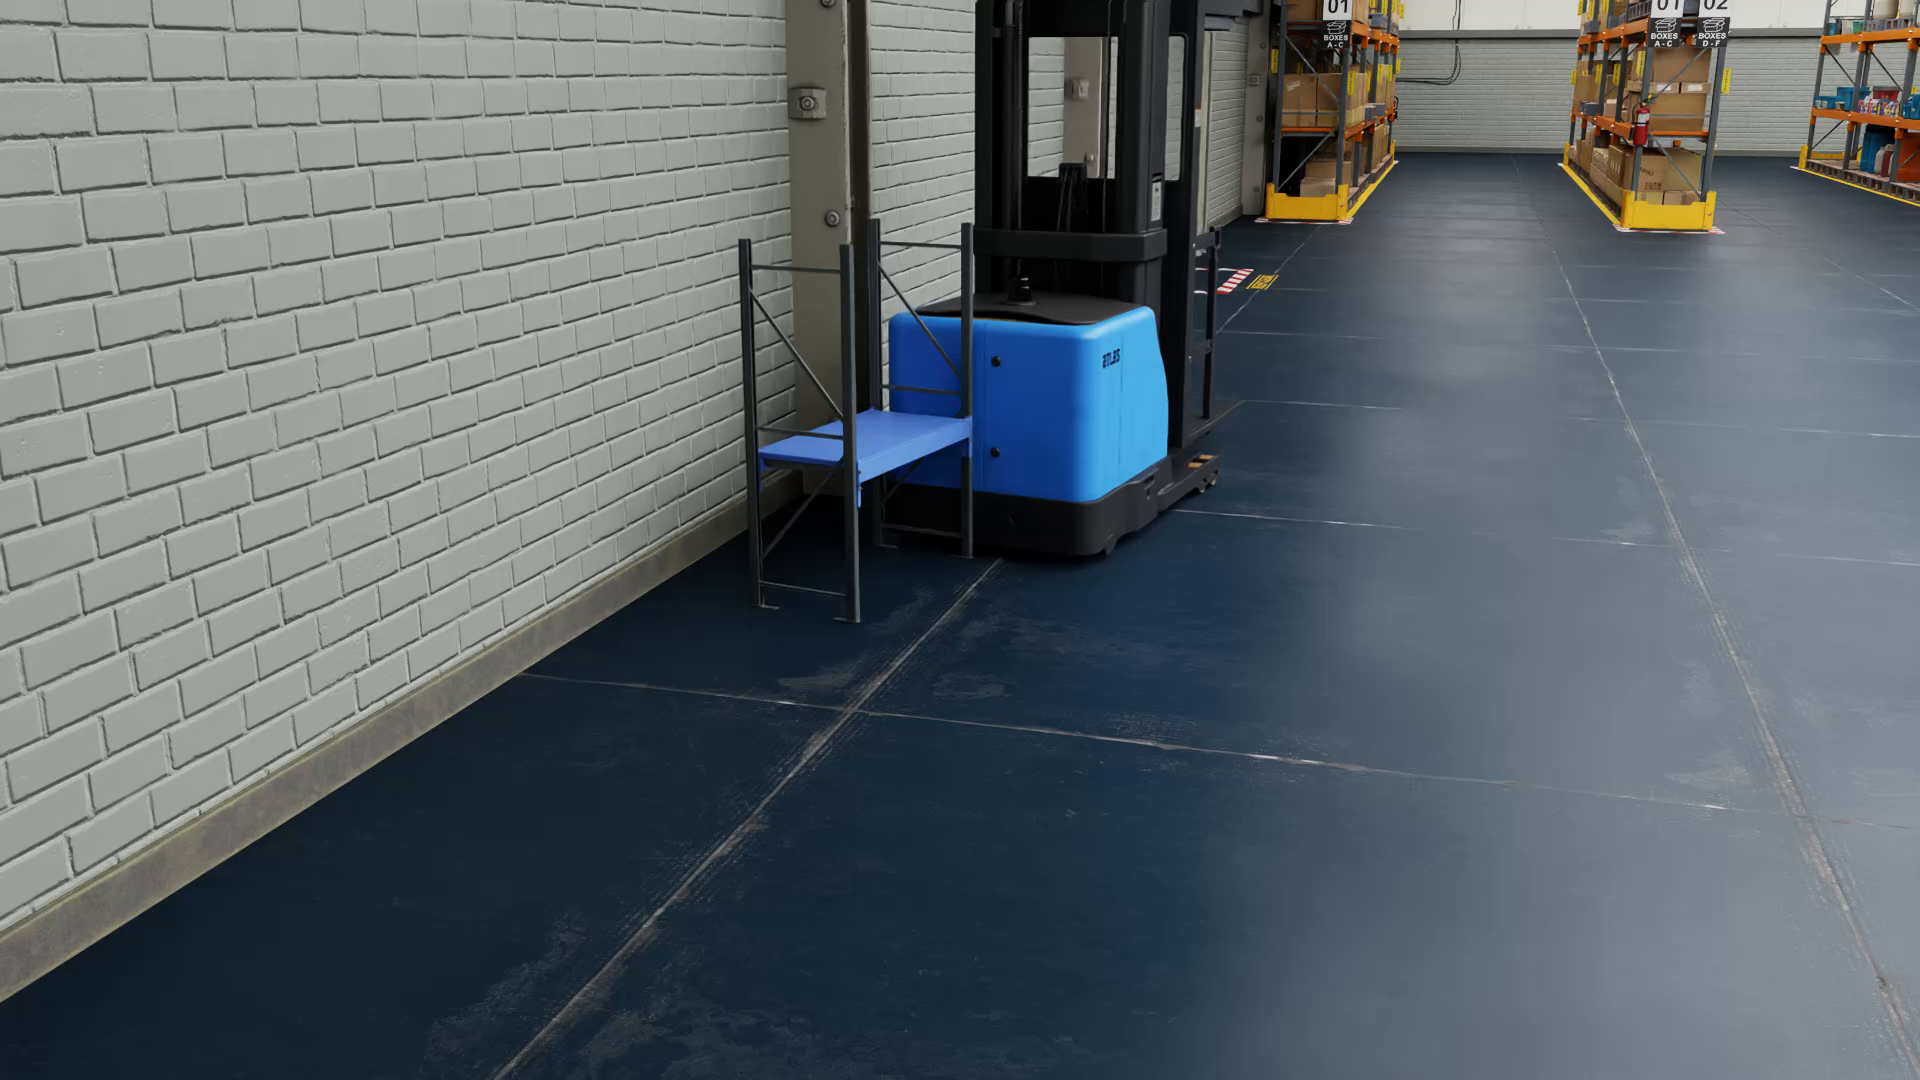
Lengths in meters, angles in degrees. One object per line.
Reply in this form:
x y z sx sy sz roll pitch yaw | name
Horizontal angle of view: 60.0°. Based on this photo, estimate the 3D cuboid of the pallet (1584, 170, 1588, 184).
12.716 -7.068 32.363 1.003 0.211 1.213 5 16 16 | pallet

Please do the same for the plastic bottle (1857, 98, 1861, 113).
17.491 -8.442 32.309 0.061 0.283 0.133 5 16 16 | plastic bottle

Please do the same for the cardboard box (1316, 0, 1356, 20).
5.430 -7.758 23.969 0.500 0.500 0.500 5 17 17 | cardboard box

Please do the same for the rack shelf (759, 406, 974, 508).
-0.402 -0.368 7.037 0.538 0.185 1.000 8 18 26 | rack shelf

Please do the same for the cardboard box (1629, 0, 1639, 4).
10.433 -8.270 25.129 0.500 0.311 0.500 4 16 13 | cardboard box

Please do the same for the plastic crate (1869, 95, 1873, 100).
18.614 -8.918 33.880 0.437 0.282 0.530 5 16 16 | plastic crate

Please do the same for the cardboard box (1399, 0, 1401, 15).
9.696 -12.145 37.601 0.500 0.500 0.500 5 16 16 | cardboard box

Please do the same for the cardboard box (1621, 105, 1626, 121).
11.056 -7.032 27.372 0.396 0.266 0.258 4 16 15 | cardboard box

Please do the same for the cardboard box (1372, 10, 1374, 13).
7.721 -10.403 32.523 0.700 0.500 0.500 6 17 19 | cardboard box

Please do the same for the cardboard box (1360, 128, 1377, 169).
7.703 -7.633 32.412 0.750 0.750 0.750 4 16 15 | cardboard box

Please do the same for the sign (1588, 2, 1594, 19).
12.733 -10.678 33.533 0.100 0.325 0.005 5 16 16 | sign

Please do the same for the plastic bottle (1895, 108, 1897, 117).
16.623 -7.586 29.443 0.097 0.201 0.097 0 16 0 | plastic bottle

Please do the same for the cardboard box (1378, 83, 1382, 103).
7.910 -8.727 32.335 0.500 0.500 0.500 5 17 18 | cardboard box

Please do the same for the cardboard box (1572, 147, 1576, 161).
13.359 -8.231 35.474 0.500 0.311 0.500 5 16 16 | cardboard box

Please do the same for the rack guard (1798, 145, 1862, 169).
19.135 -8.412 36.571 1.175 0.500 0.348 5 16 16 | rack guard

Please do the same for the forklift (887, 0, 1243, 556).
0.745 -1.696 8.438 1.130 2.935 3.031 7 17 24 | forklift

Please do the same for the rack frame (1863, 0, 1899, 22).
18.004 -11.447 31.696 1.000 3.000 0.127 5 16 16 | rack frame

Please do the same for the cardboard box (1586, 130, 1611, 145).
12.458 -7.815 32.286 0.500 0.250 0.500 4 16 15 | cardboard box

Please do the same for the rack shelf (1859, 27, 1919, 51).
17.436 -9.134 30.358 1.077 0.370 4.000 5 16 16 | rack shelf

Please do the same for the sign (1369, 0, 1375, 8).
6.754 -8.888 27.223 0.100 0.325 0.005 5 16 16 | sign

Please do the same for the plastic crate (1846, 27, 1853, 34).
18.000 -10.239 33.418 0.293 0.136 0.466 5 16 16 | plastic crate

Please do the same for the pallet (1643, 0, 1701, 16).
10.071 -7.390 23.051 1.003 0.211 1.213 5 16 16 | pallet

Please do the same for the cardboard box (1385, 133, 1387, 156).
9.397 -9.053 38.062 0.700 0.500 0.500 5 16 16 | cardboard box

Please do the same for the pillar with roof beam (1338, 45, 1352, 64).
13.708 -13.701 39.644 9.100 9.000 0.400 5 16 16 | pillar with roof beam

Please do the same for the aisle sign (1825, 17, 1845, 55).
18.876 -10.900 35.997 0.394 0.787 0.004 5 16 16 | aisle sign

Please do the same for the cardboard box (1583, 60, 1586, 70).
13.294 -9.762 34.732 0.500 0.500 0.500 4 16 15 | cardboard box

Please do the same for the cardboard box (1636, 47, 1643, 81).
10.577 -7.145 24.963 0.700 0.500 0.500 5 16 16 | cardboard box

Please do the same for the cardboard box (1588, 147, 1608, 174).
12.160 -7.171 31.390 0.500 0.500 0.500 5 17 18 | cardboard box

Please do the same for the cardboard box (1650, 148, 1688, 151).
10.768 -5.694 25.301 0.500 0.500 0.500 5 16 16 | cardboard box

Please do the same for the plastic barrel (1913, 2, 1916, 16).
17.031 -9.385 29.406 0.301 0.262 0.301 0 16 0 | plastic barrel

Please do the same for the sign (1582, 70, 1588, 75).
12.733 -9.402 33.895 0.100 0.325 0.005 5 16 16 | sign

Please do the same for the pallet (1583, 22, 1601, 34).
13.003 -10.133 32.906 1.213 0.211 1.003 5 16 16 | pallet

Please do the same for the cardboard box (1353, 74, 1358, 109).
5.669 -6.718 24.881 0.500 0.500 0.500 5 16 16 | cardboard box

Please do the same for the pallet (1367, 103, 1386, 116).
7.268 -7.996 30.873 1.213 0.211 1.003 5 16 16 | pallet

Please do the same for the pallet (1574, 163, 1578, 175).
13.452 -7.784 34.886 1.003 0.211 1.213 5 16 16 | pallet

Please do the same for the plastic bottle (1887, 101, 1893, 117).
16.800 -7.782 30.006 0.097 0.271 0.097 0 16 0 | plastic bottle

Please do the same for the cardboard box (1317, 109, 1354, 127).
5.538 -6.230 24.535 0.500 0.250 0.500 4 16 14 | cardboard box

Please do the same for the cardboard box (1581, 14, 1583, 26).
13.997 -11.490 36.702 0.500 0.250 0.500 5 16 16 | cardboard box

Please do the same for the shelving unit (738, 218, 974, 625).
-0.402 -0.541 6.988 0.538 1.500 1.048 8 18 26 | shelving unit

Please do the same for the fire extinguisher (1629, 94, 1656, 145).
9.367 -5.774 22.832 0.296 0.674 0.183 5 16 16 | fire extinguisher

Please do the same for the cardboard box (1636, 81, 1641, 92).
10.284 -6.752 24.766 0.380 0.149 0.250 4 16 15 | cardboard box

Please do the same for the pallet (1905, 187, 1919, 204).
16.261 -5.655 27.380 1.003 0.211 1.213 5 16 16 | pallet

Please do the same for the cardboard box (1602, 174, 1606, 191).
10.822 -5.863 27.273 0.500 0.250 0.500 4 16 15 | cardboard box

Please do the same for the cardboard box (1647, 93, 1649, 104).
10.135 -6.113 23.703 0.700 0.500 0.500 5 17 17 | cardboard box

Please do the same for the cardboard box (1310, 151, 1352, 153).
6.524 -6.578 29.299 0.700 0.500 0.500 4 16 15 | cardboard box

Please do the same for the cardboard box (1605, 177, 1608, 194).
10.560 -5.634 26.466 0.500 0.250 0.500 5 16 16 | cardboard box

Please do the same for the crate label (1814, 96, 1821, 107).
18.755 -9.517 36.081 0.416 0.233 0.303 5 16 16 | crate label

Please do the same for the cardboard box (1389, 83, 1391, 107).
9.085 -9.996 37.023 0.980 0.700 0.700 4 16 13 | cardboard box

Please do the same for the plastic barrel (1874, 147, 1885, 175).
17.386 -7.099 31.150 0.421 0.512 0.421 0 16 0 | plastic barrel

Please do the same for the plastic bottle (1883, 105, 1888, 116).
16.883 -7.825 30.284 0.097 0.201 0.097 0 16 0 | plastic bottle

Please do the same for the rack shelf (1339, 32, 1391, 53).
7.937 -9.903 33.067 1.077 0.370 4.000 5 16 16 | rack shelf

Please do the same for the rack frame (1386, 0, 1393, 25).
8.505 -12.215 34.404 1.000 3.000 0.127 5 16 16 | rack frame

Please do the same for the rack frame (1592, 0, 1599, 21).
13.256 -11.832 33.053 1.000 3.000 0.127 5 16 16 | rack frame

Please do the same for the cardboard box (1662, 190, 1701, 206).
10.211 -4.809 23.555 0.500 0.250 0.500 5 16 16 | cardboard box

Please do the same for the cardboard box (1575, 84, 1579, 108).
13.727 -9.678 36.271 0.500 0.500 0.500 5 16 16 | cardboard box

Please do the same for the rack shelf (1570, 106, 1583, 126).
13.824 -9.123 35.815 1.077 0.370 4.000 5 16 16 | rack shelf
